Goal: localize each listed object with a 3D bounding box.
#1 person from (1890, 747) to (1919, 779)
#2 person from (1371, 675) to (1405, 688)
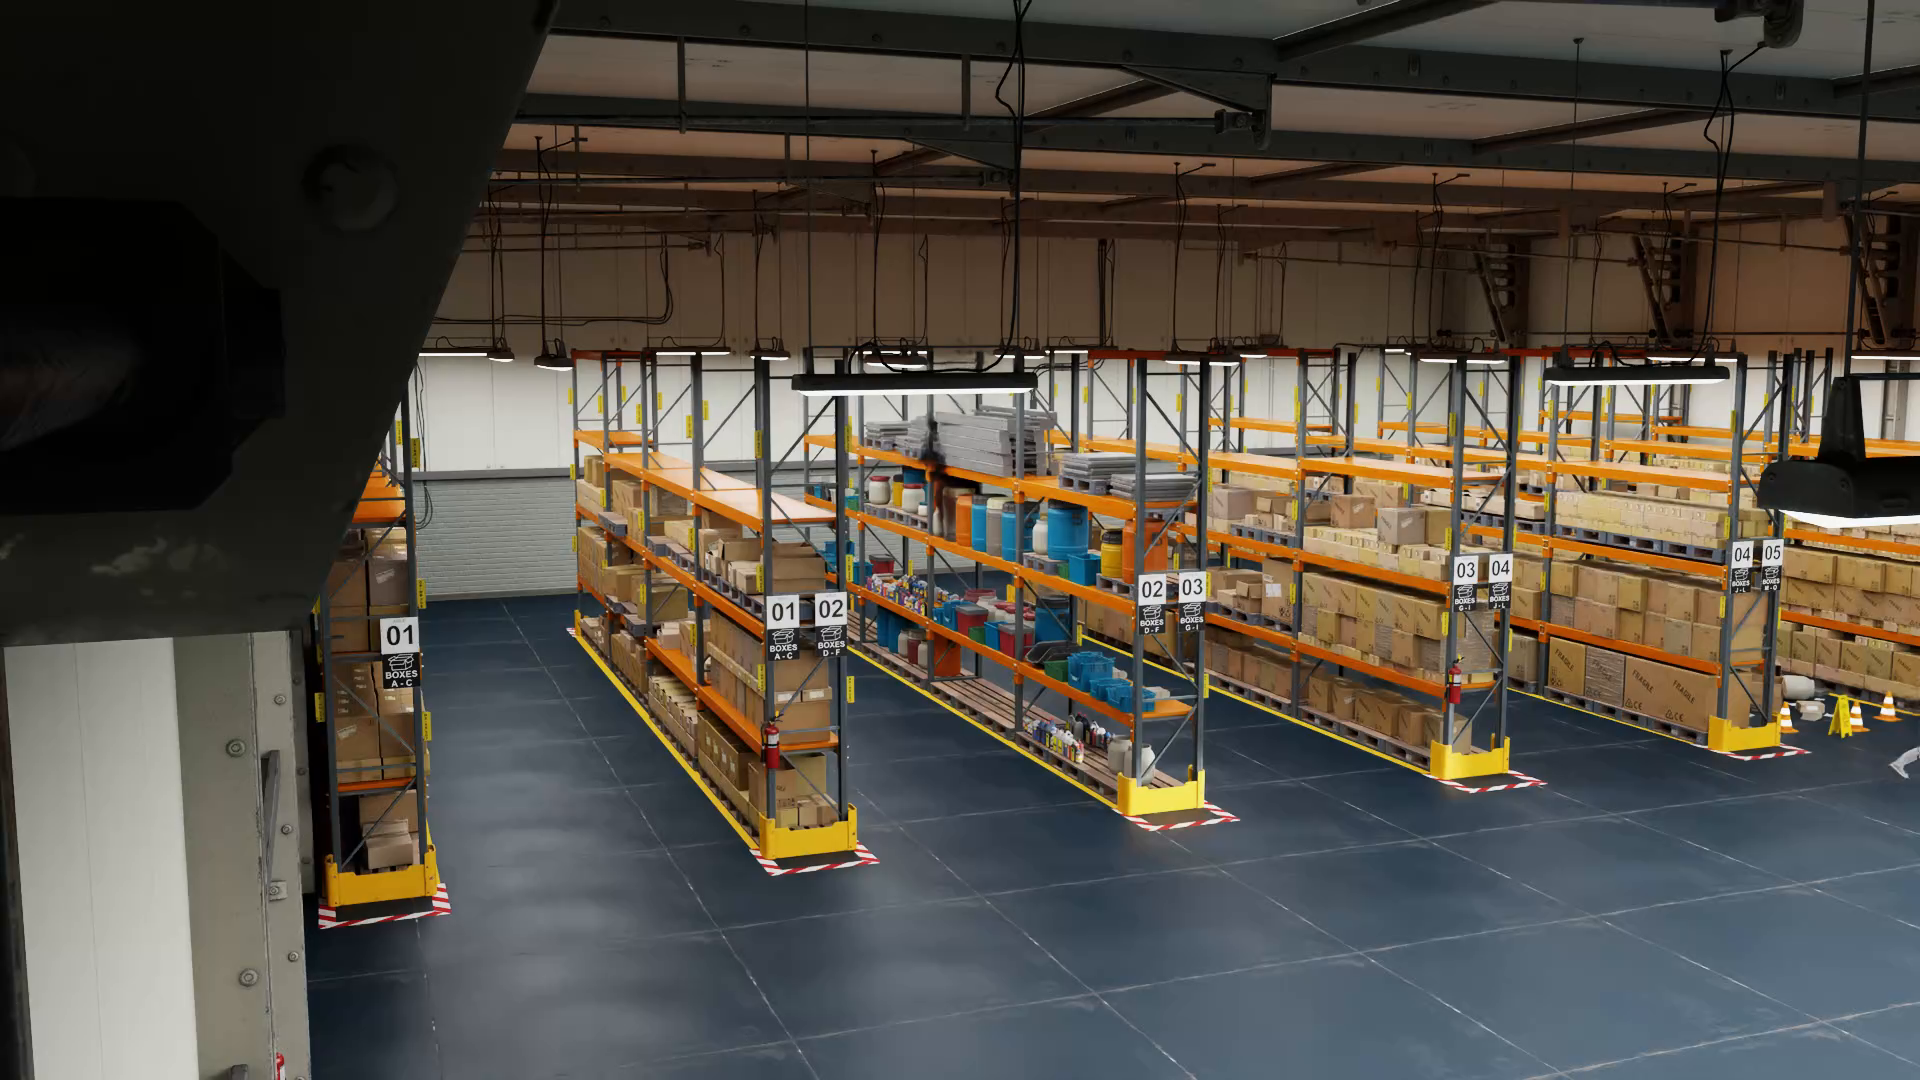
[{"bbox_3d":[13.595,2.644,23.157,1.016,1.691,0.616,3,8,26],"label":"person"},{"bbox_3d":[7.714,1.735,30.077,0.738,1.853,0.923,-5,8,-33],"label":"person"}]
